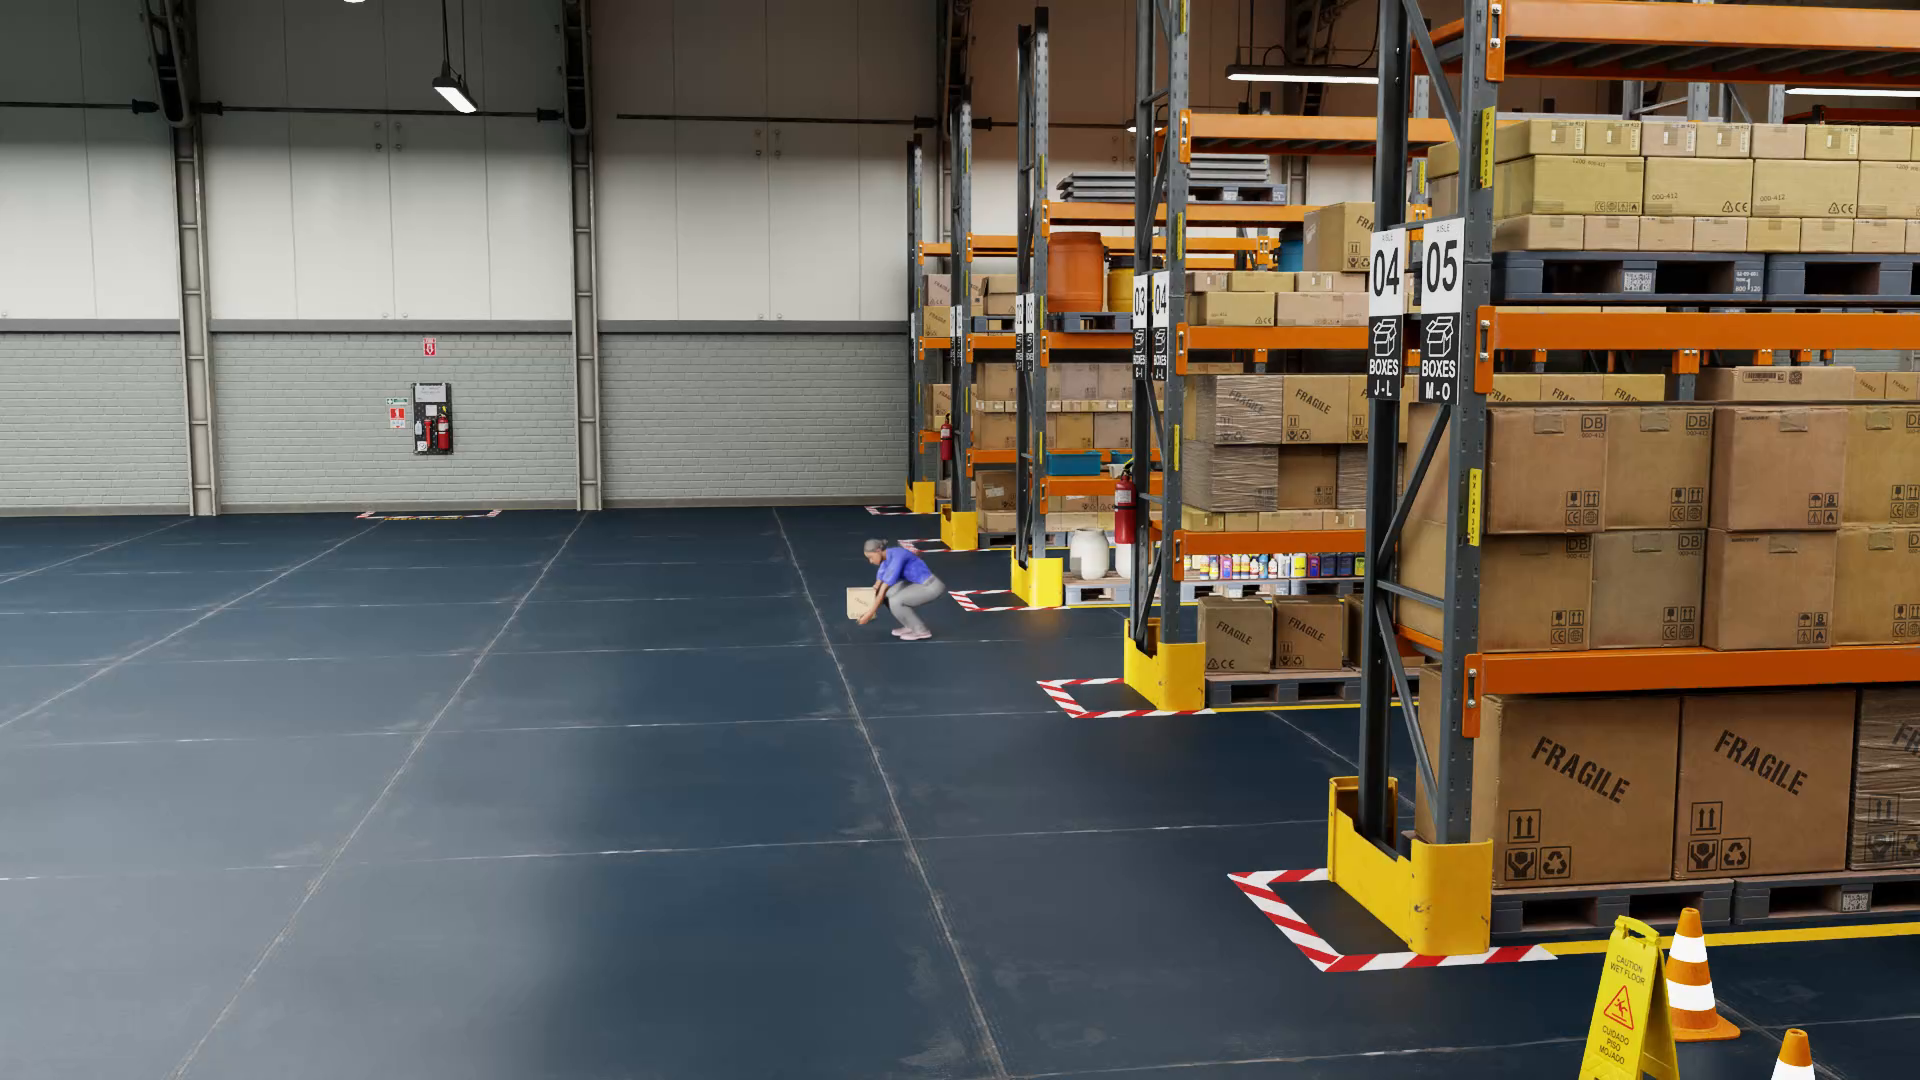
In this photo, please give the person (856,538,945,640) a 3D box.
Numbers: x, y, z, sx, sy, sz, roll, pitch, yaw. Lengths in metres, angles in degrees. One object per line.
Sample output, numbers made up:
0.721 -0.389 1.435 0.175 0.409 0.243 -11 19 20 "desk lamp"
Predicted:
-0.545 0.439 15.251 0.819 0.936 0.473 -1 7 -9 "person"
